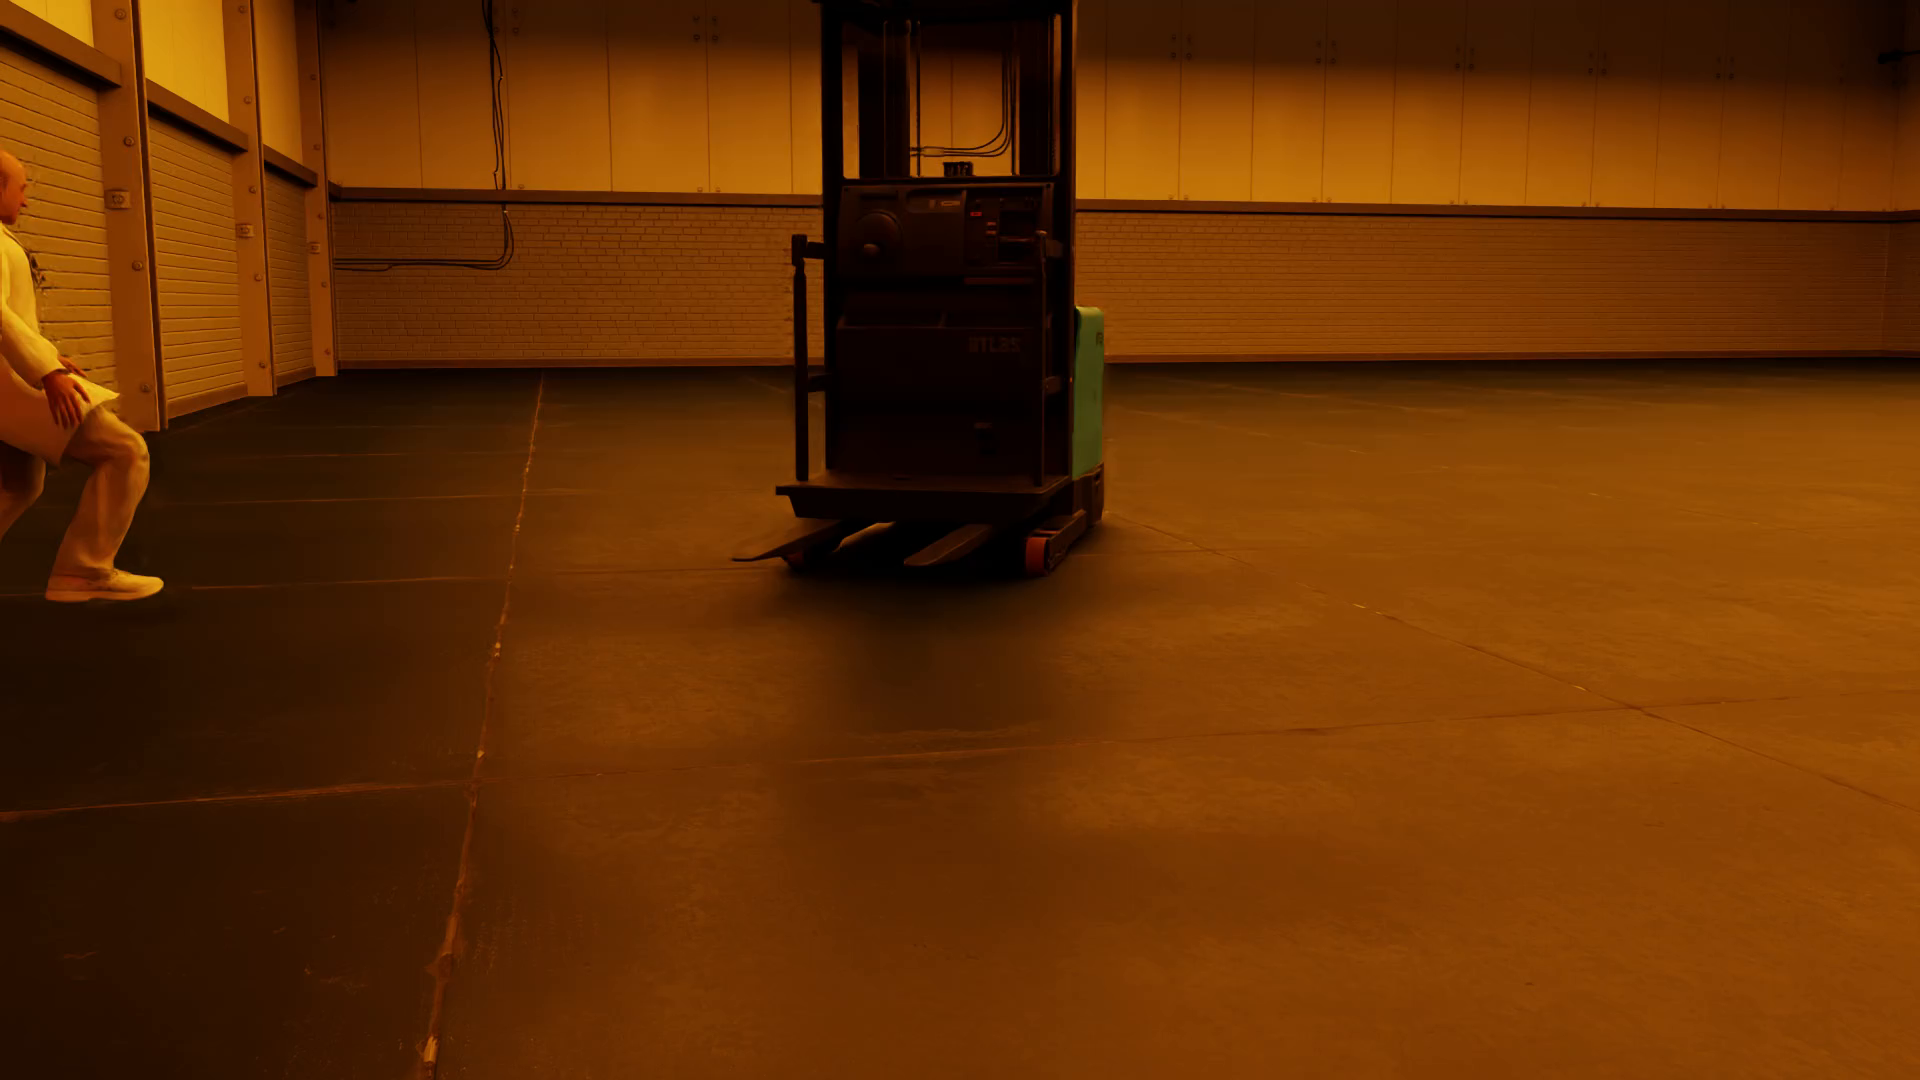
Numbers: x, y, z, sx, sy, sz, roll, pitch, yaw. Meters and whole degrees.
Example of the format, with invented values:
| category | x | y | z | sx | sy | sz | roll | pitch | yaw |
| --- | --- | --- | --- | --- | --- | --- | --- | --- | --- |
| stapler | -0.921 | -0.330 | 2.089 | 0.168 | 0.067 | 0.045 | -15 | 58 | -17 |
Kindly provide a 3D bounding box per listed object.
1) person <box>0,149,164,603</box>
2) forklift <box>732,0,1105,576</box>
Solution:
| category | x | y | z | sx | sy | sz | roll | pitch | yaw |
| --- | --- | --- | --- | --- | --- | --- | --- | --- | --- |
| person | -3.323 | -0.542 | 5.849 | 0.744 | 1.644 | 1.004 | -6 | 10 | -36 |
| forklift | -0.110 | -1.360 | 6.853 | 1.130 | 2.935 | 3.031 | 2 | 8 | 13 |
